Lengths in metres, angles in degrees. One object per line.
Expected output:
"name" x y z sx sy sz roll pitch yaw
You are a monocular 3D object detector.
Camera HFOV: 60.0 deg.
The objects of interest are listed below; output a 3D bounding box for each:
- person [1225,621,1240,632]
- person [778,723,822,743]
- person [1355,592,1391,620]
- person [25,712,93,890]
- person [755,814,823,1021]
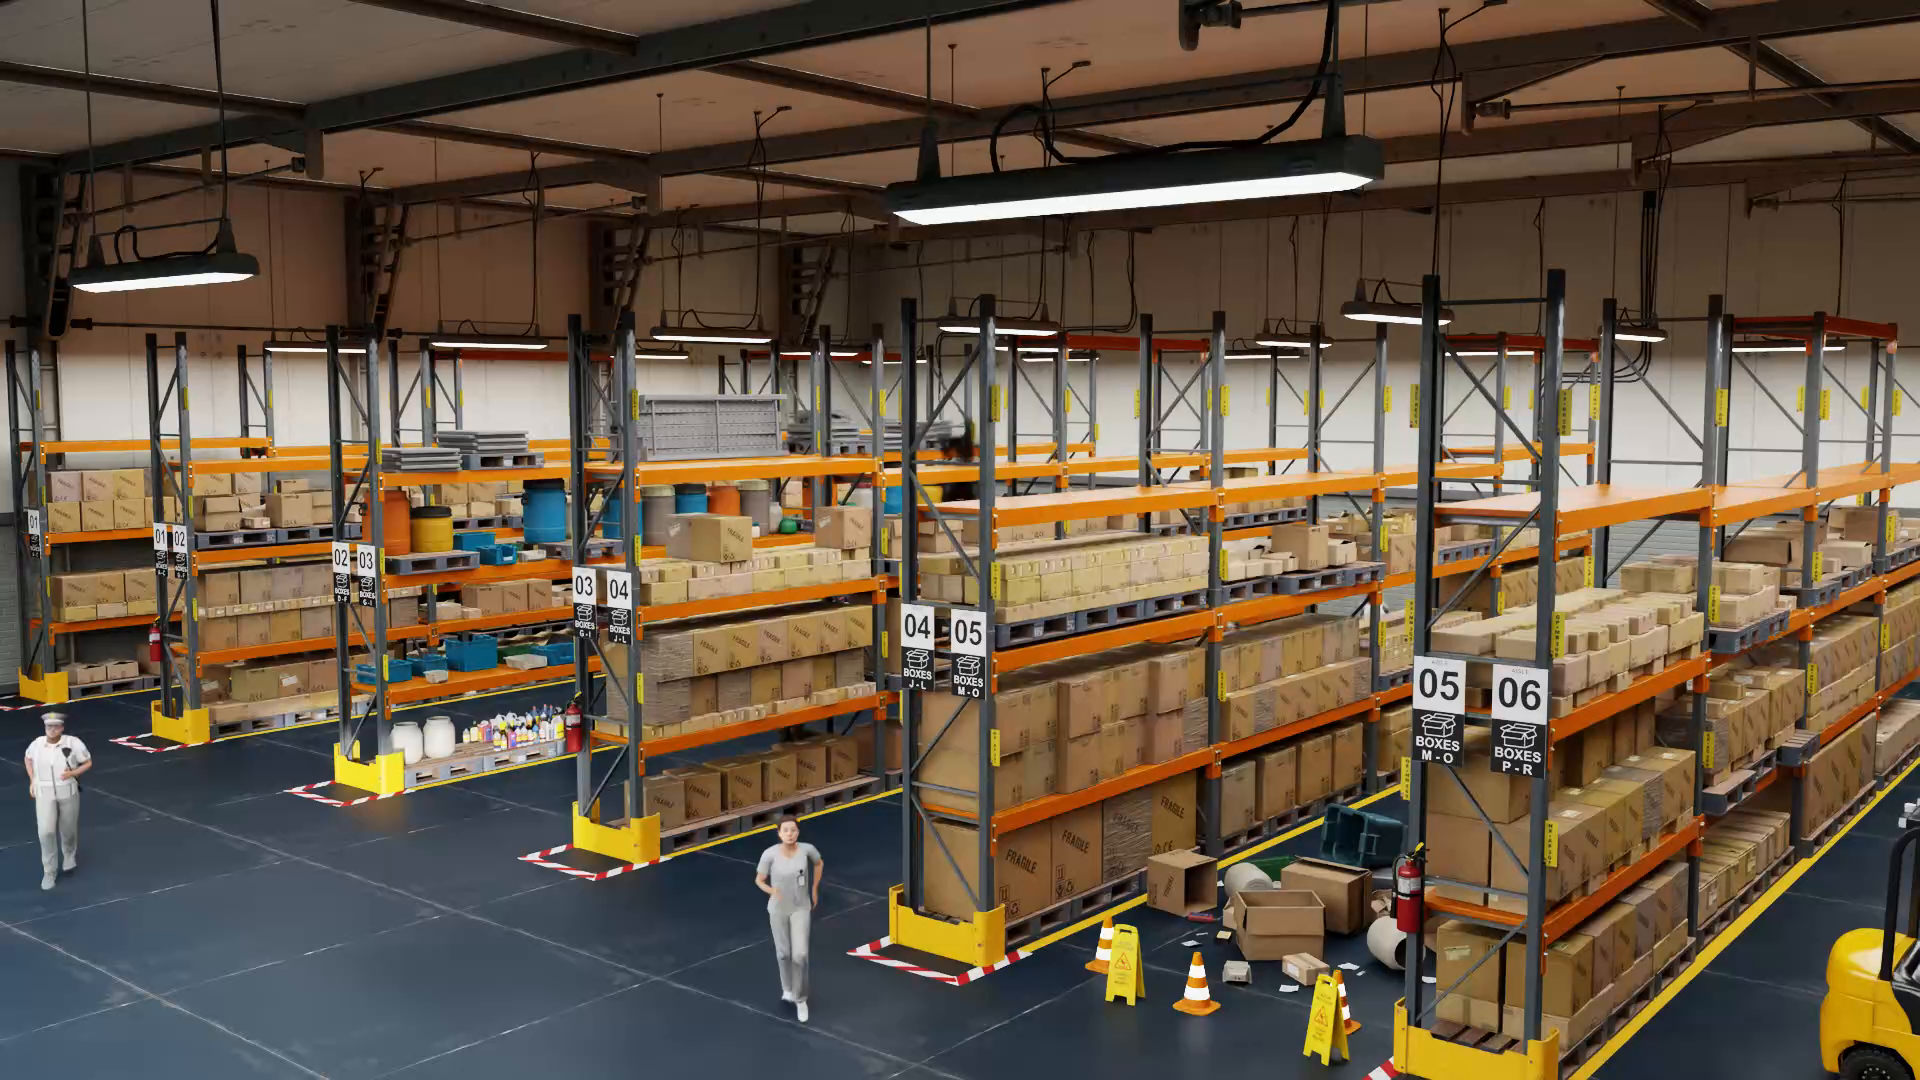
"person" 4.161 2.030 25.654 0.623 1.656 0.735 4 7 38
"person" -2.231 2.240 22.819 0.709 1.742 0.799 4 7 39
"person" 7.389 1.650 29.691 0.692 1.702 0.544 0 5 4
"person" -9.517 2.712 17.584 0.644 1.845 0.812 -2 6 -25
"person" -1.412 3.110 13.775 0.558 1.708 0.724 0 5 -4
